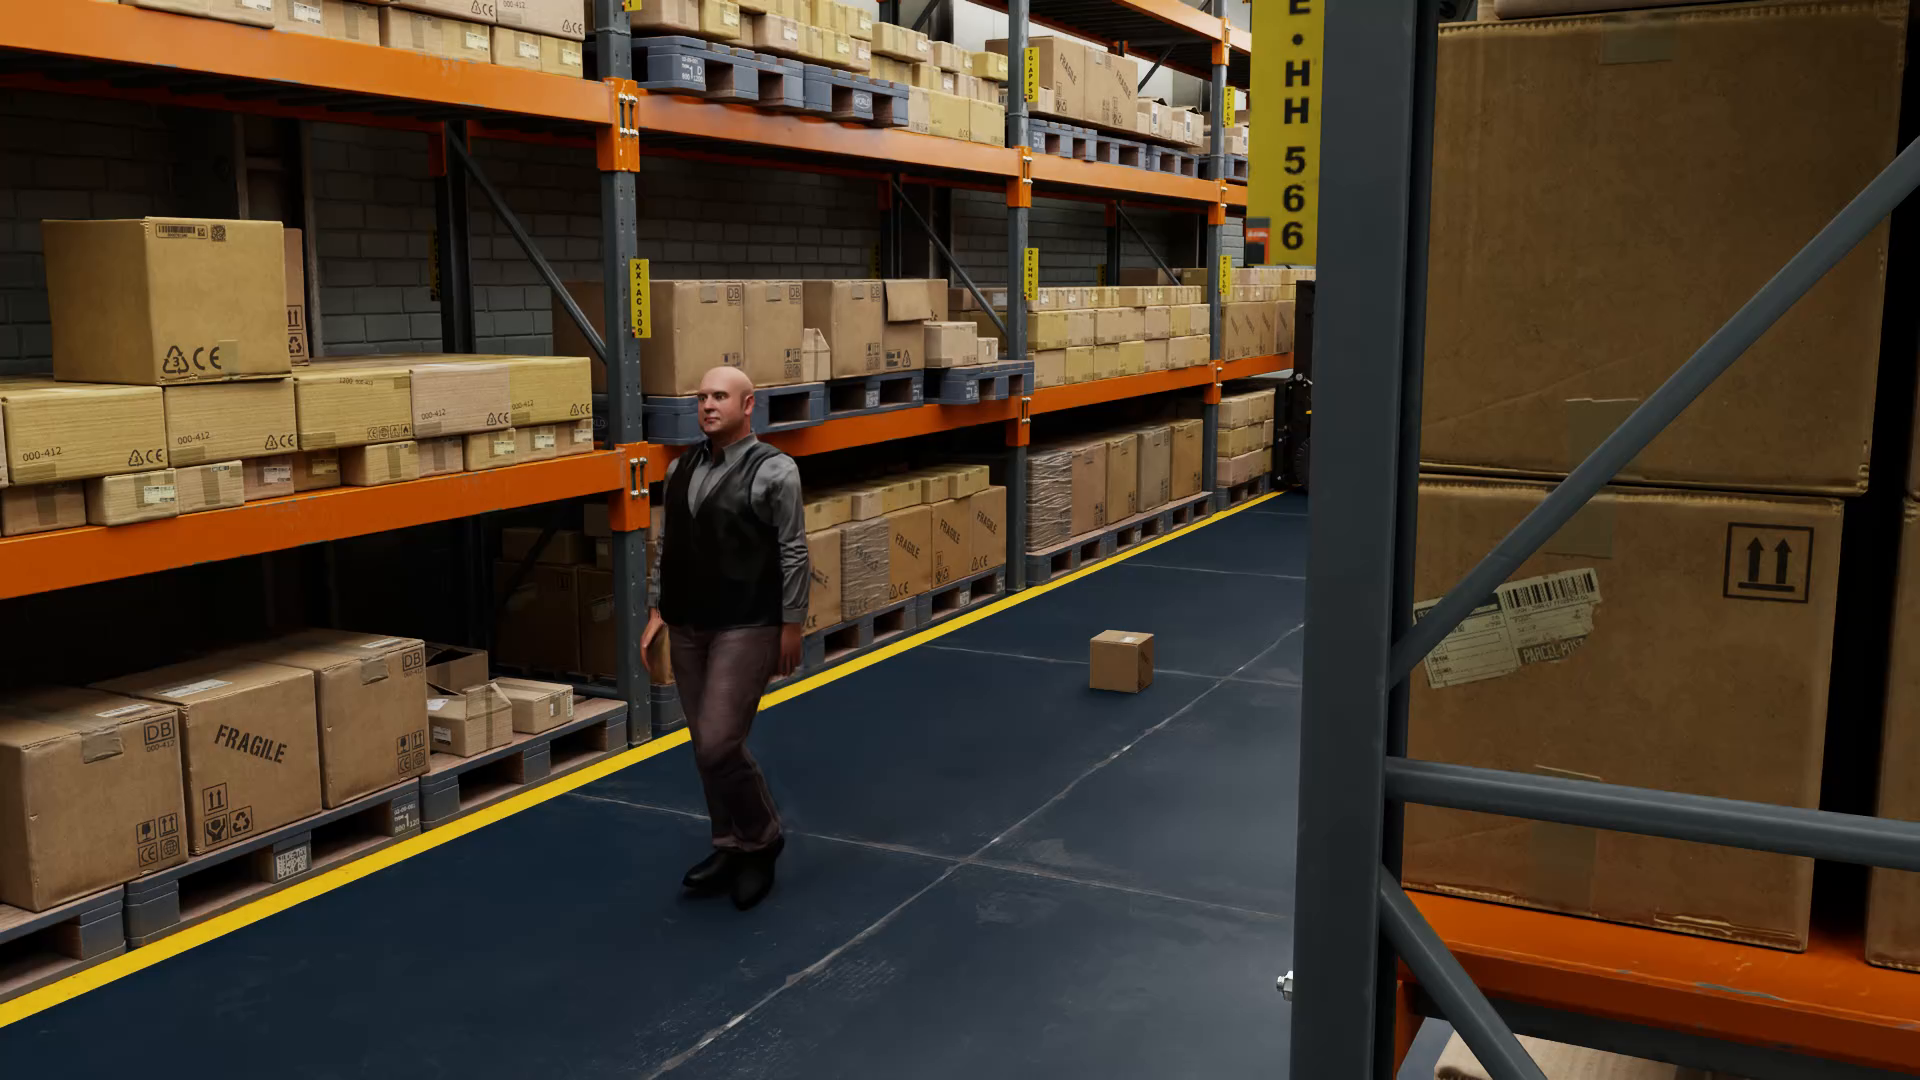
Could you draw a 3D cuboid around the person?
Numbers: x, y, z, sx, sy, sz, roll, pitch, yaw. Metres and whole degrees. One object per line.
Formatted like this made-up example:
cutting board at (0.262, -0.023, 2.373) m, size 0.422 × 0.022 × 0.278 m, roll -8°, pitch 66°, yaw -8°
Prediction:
person at (-0.794, 0.320, 5.376) m, size 0.539 × 1.748 × 0.472 m, roll 6°, pitch 11°, yaw 32°
